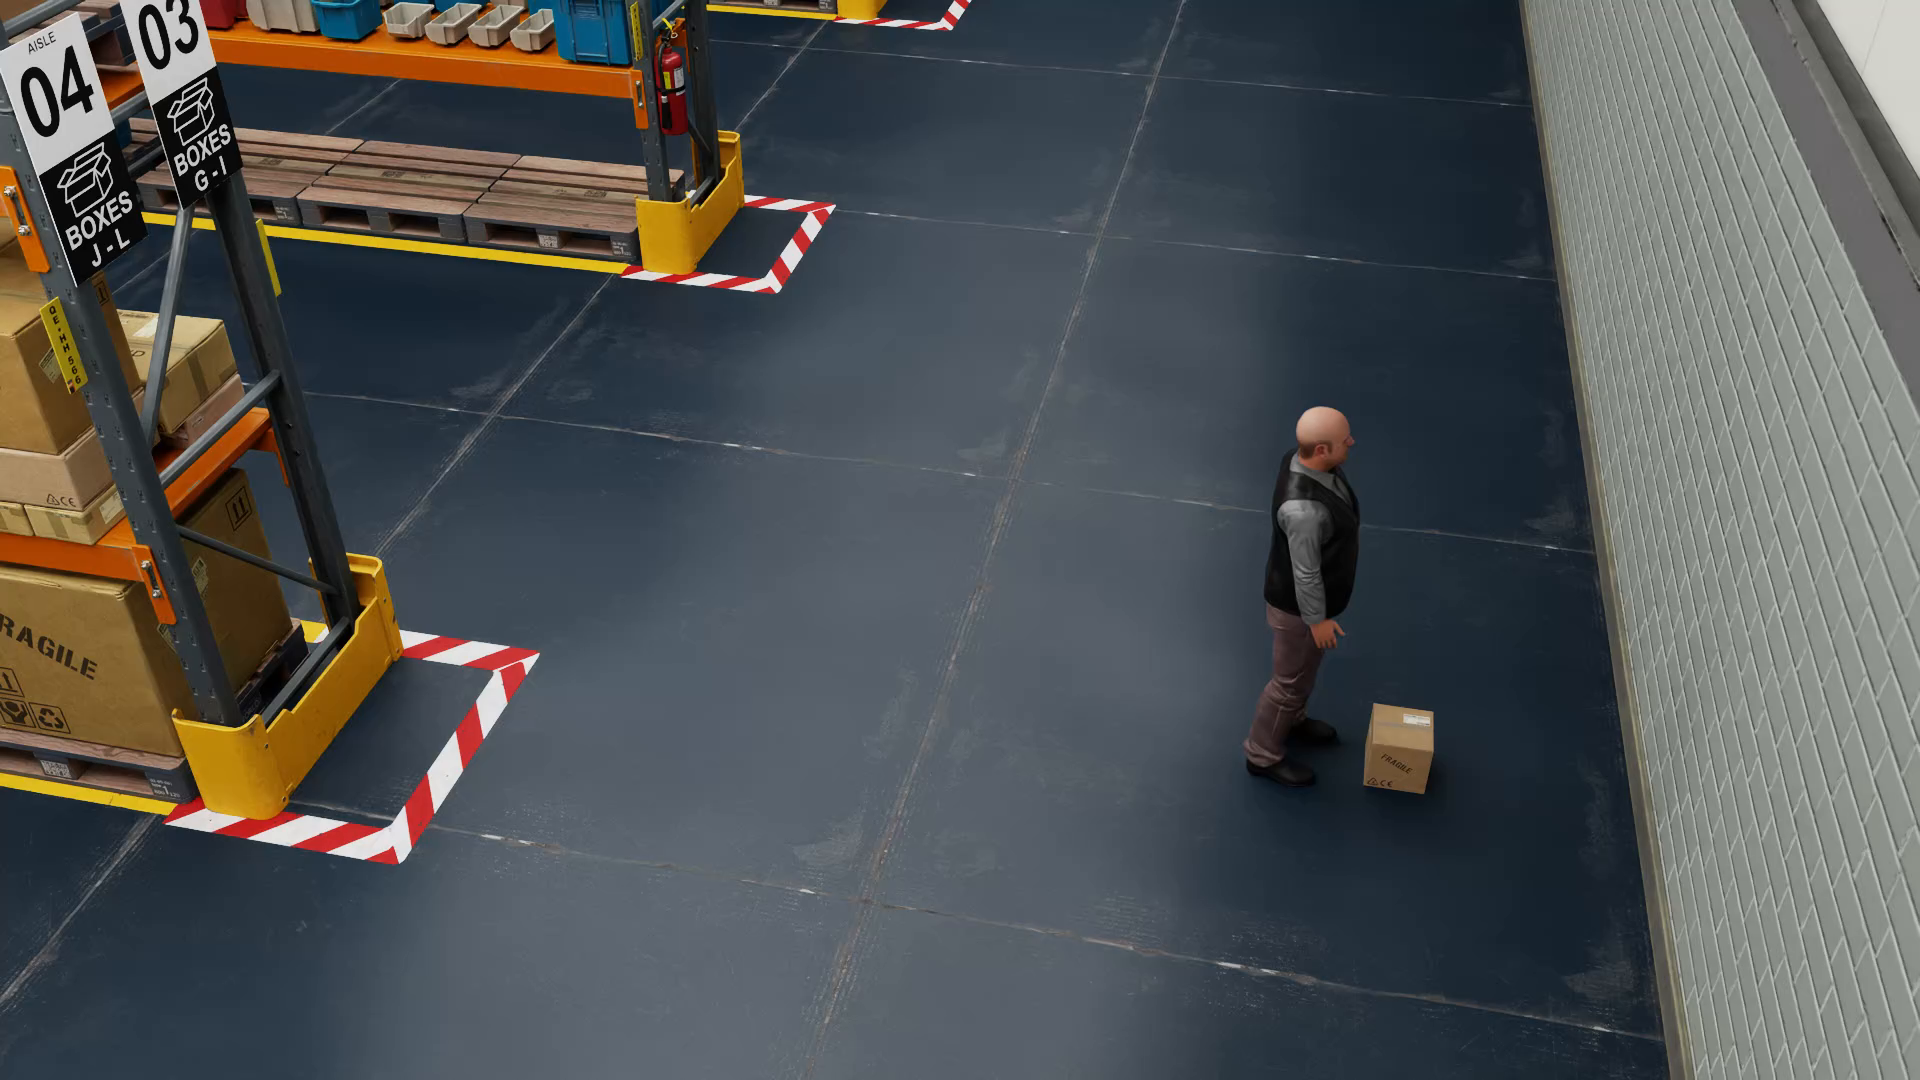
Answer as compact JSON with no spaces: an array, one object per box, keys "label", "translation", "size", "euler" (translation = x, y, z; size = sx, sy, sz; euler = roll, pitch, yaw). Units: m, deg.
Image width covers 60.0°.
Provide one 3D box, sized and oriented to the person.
[{"label":"person","translation":[1.415,0.223,6.690],"size":[0.405,1.734,0.545],"euler":[8,37,11]}]
